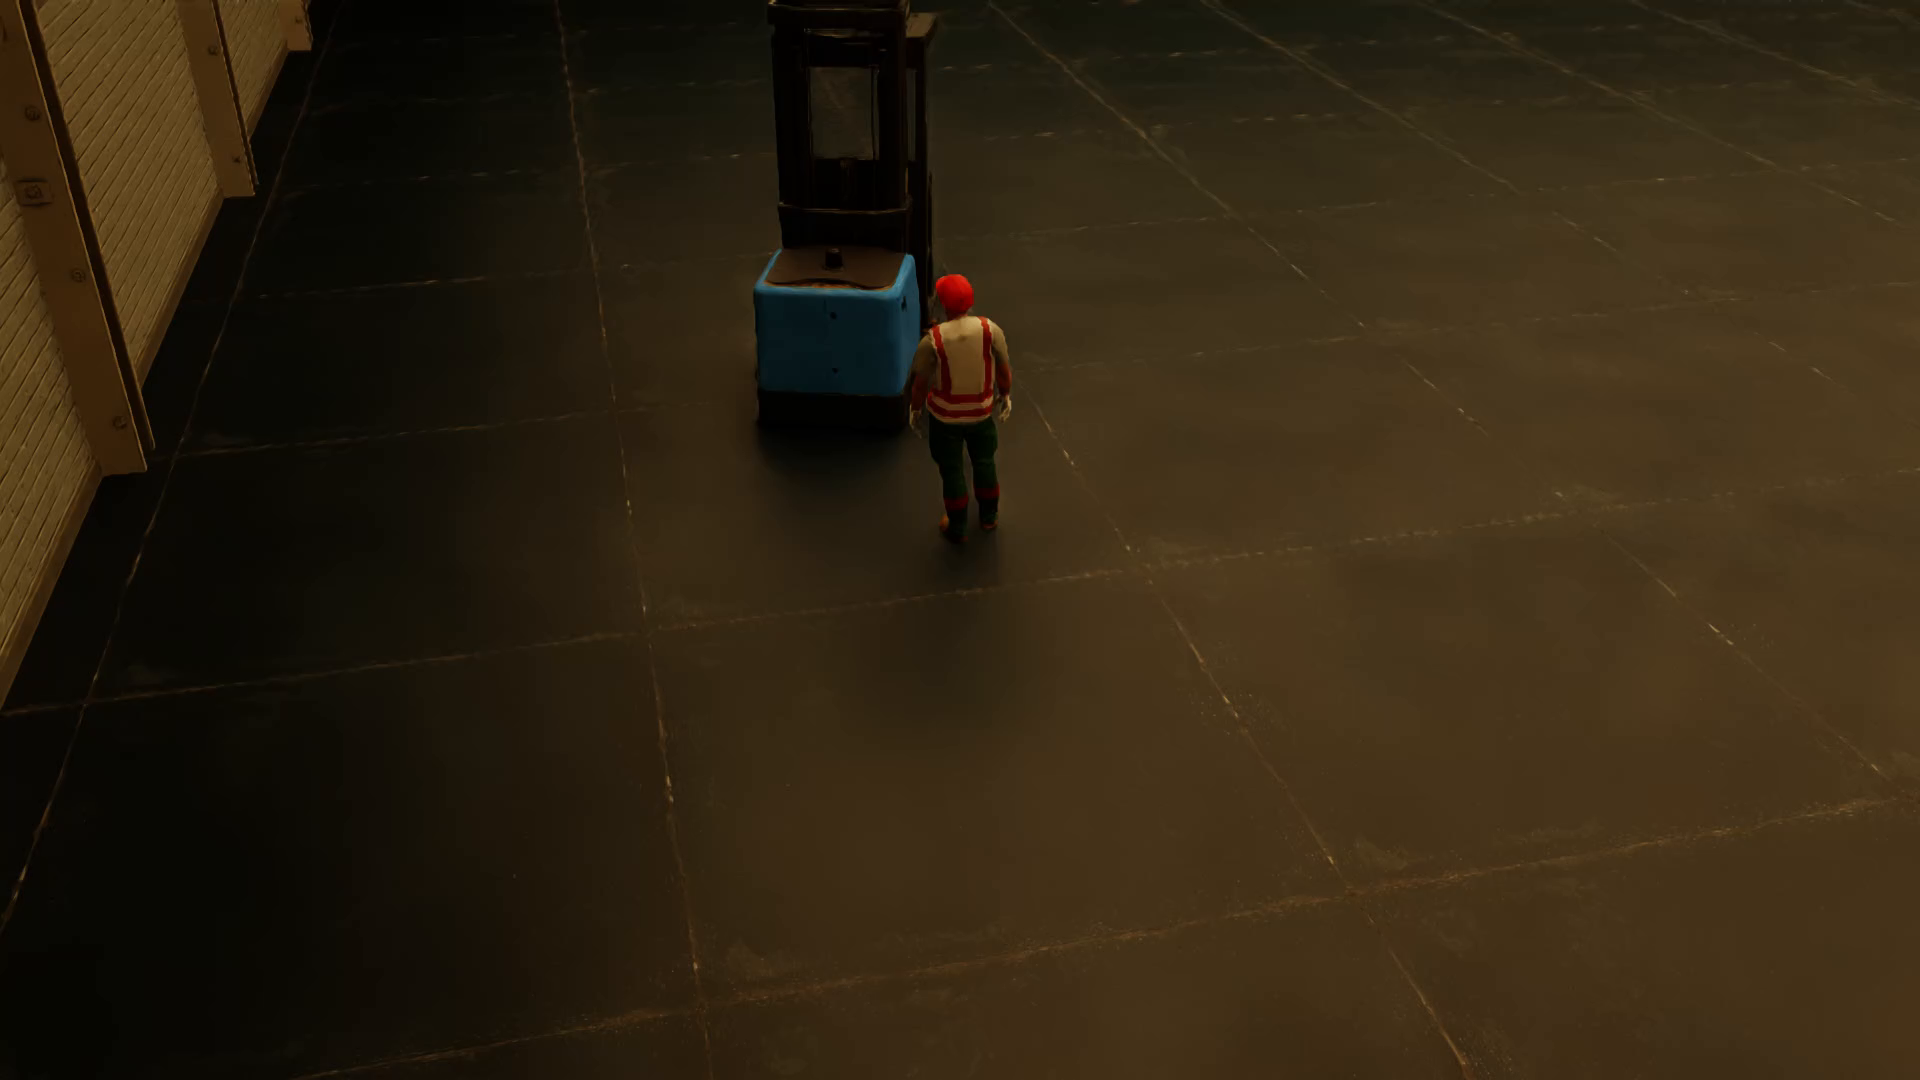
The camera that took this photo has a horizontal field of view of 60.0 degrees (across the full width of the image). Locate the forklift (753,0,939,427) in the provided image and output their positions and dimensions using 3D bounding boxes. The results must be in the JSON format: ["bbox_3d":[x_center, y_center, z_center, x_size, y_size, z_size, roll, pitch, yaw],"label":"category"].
[{"bbox_3d":[-0.754,-2.777,12.371,1.130,2.935,3.031,3,30,6],"label":"forklift"}]

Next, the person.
[{"bbox_3d":[-0.008,-0.821,10.118,0.637,1.787,0.563,-7,31,-12],"label":"person"}]
